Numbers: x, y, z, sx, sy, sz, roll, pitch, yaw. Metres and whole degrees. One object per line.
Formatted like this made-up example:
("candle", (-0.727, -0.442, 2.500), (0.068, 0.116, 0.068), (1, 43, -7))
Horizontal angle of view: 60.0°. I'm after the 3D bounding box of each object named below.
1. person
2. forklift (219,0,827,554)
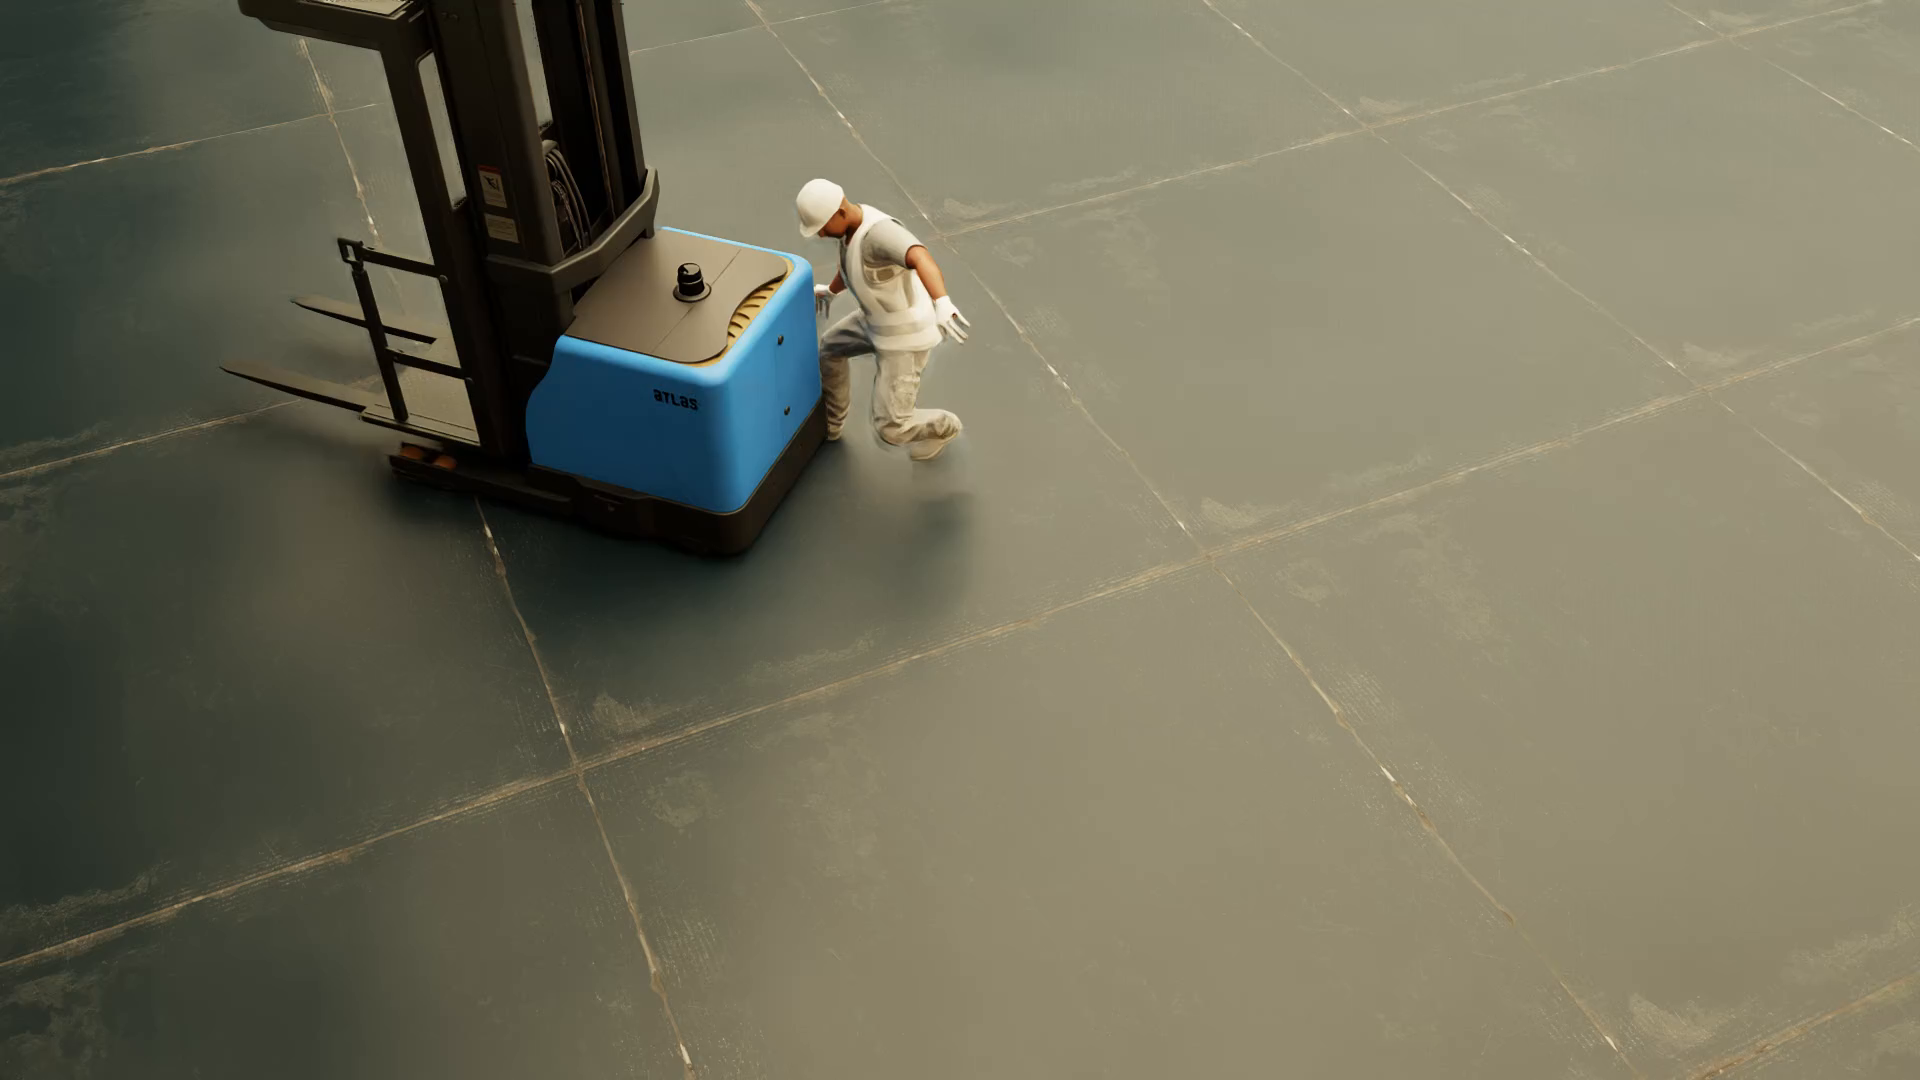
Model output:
("person", (-0.342, -0.933, 7.727), (0.700, 1.523, 1.240), (-12, 44, -13))
("forklift", (-2.234, -1.638, 7.435), (3.031, 2.935, 1.130), (15, 45, 15))
